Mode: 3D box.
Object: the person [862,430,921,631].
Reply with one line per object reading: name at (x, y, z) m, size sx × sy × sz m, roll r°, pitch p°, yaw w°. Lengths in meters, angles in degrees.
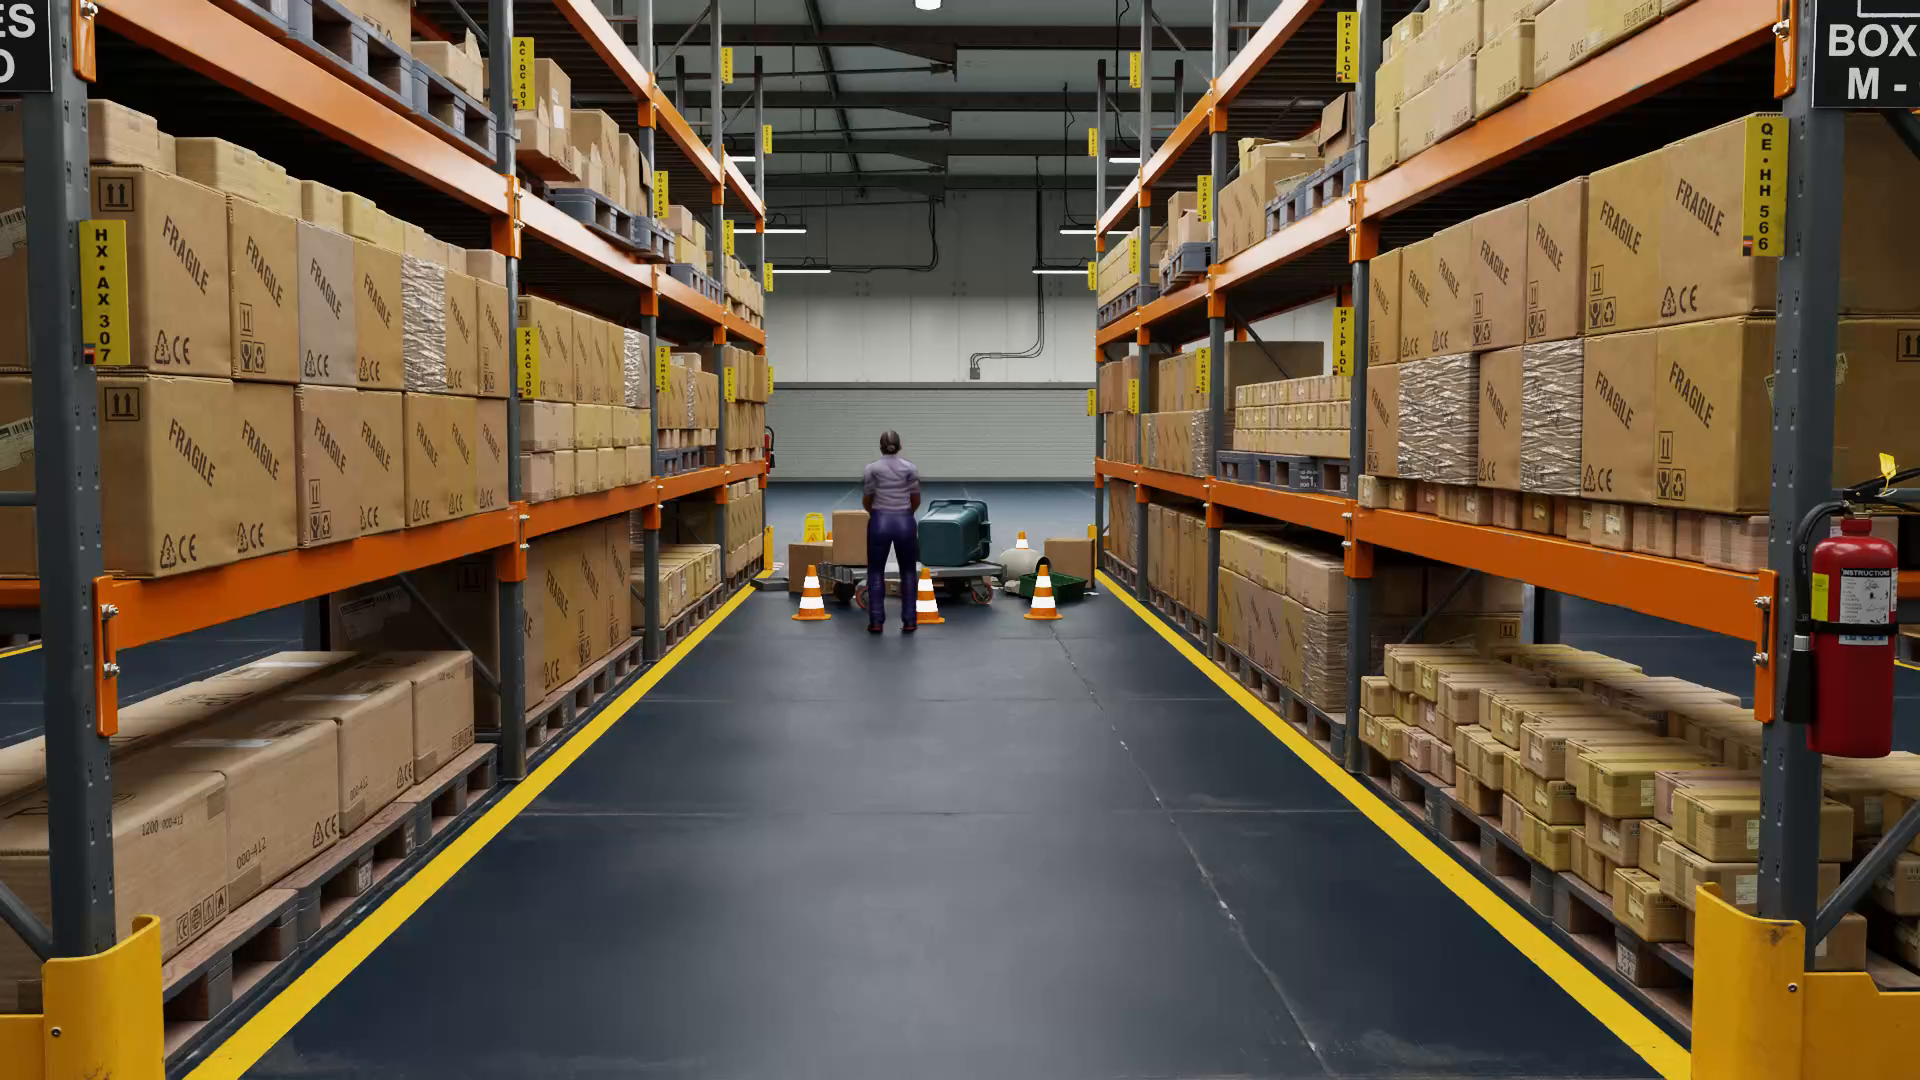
person at (-0.568, -0.079, 13.721) m, size 0.480 × 1.652 × 0.469 m, roll 0°, pitch 4°, yaw -6°
